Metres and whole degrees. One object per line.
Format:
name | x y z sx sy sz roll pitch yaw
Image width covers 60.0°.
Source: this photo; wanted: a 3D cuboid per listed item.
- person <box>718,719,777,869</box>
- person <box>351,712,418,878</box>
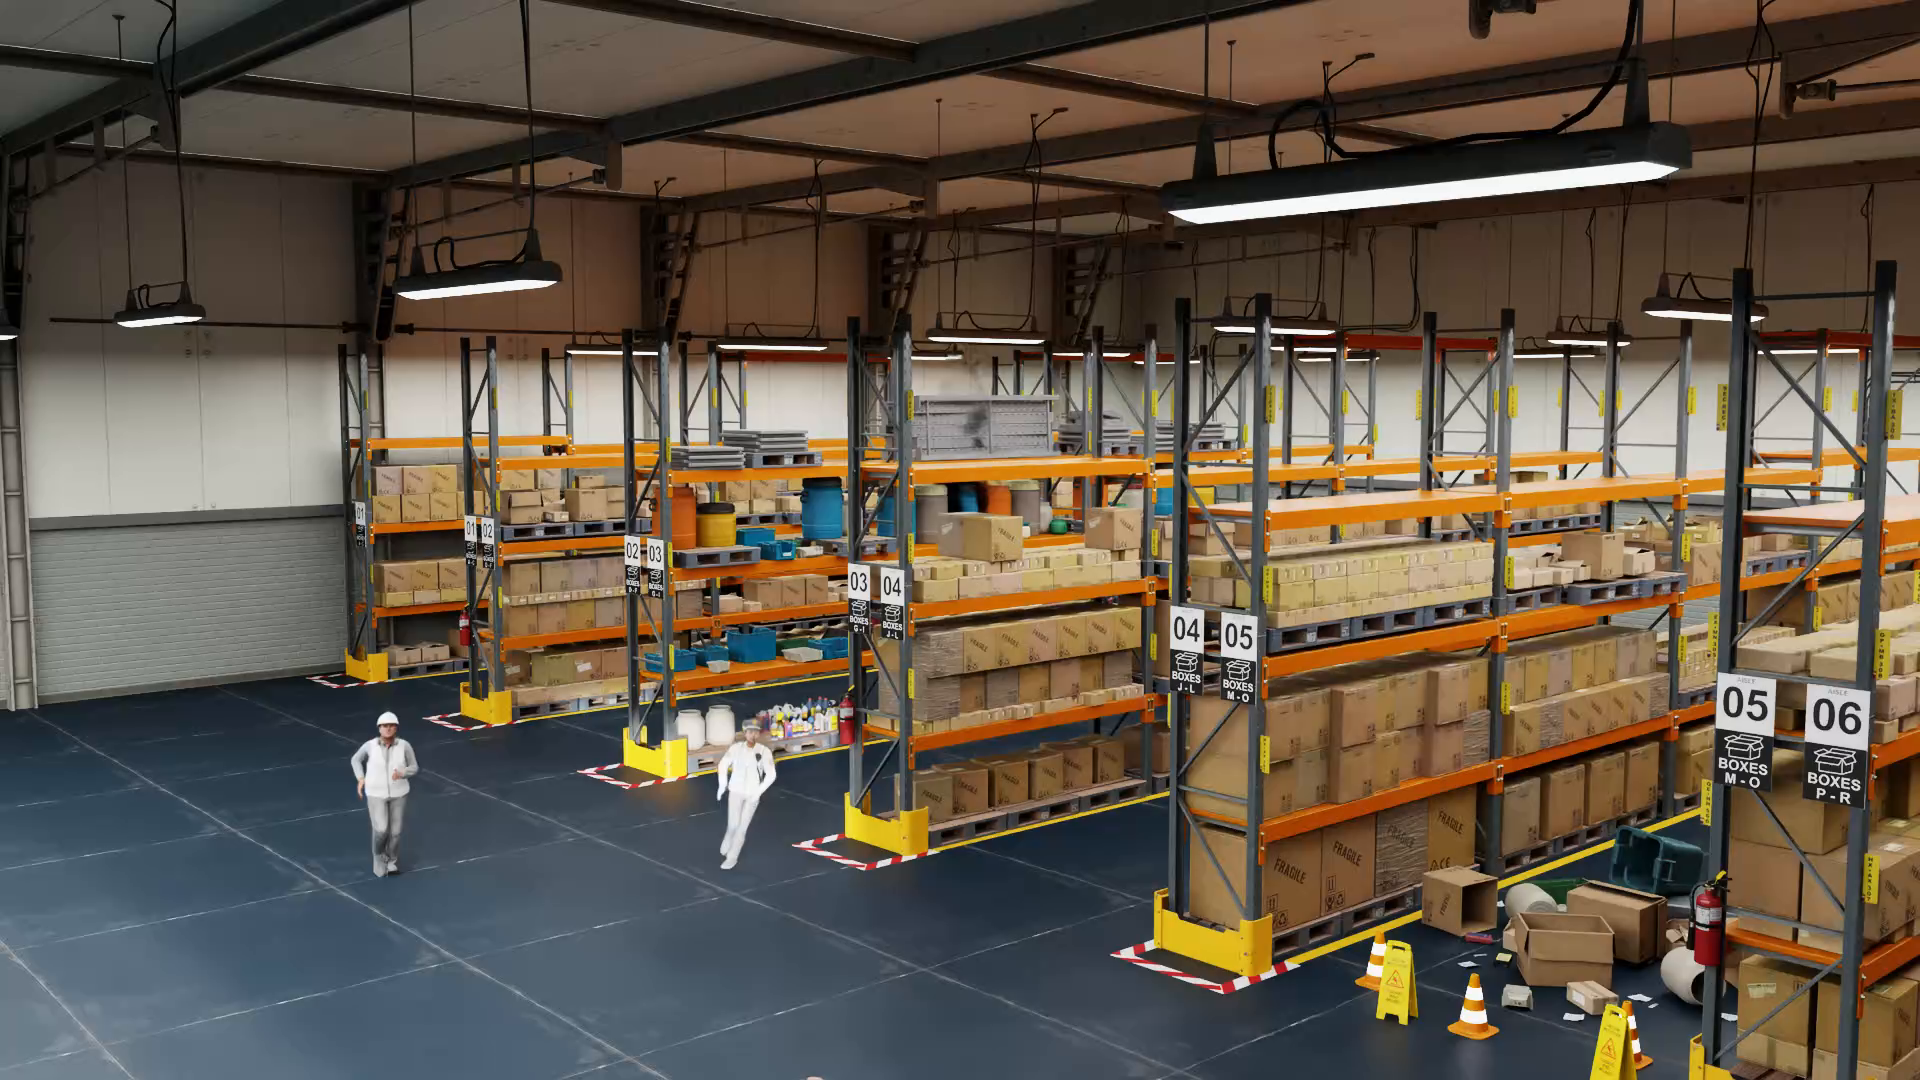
person | -2.308 2.745 17.994 0.638 1.620 0.499 0 5 -3
person | -6.073 2.702 17.638 0.644 1.751 0.642 -3 6 -27
